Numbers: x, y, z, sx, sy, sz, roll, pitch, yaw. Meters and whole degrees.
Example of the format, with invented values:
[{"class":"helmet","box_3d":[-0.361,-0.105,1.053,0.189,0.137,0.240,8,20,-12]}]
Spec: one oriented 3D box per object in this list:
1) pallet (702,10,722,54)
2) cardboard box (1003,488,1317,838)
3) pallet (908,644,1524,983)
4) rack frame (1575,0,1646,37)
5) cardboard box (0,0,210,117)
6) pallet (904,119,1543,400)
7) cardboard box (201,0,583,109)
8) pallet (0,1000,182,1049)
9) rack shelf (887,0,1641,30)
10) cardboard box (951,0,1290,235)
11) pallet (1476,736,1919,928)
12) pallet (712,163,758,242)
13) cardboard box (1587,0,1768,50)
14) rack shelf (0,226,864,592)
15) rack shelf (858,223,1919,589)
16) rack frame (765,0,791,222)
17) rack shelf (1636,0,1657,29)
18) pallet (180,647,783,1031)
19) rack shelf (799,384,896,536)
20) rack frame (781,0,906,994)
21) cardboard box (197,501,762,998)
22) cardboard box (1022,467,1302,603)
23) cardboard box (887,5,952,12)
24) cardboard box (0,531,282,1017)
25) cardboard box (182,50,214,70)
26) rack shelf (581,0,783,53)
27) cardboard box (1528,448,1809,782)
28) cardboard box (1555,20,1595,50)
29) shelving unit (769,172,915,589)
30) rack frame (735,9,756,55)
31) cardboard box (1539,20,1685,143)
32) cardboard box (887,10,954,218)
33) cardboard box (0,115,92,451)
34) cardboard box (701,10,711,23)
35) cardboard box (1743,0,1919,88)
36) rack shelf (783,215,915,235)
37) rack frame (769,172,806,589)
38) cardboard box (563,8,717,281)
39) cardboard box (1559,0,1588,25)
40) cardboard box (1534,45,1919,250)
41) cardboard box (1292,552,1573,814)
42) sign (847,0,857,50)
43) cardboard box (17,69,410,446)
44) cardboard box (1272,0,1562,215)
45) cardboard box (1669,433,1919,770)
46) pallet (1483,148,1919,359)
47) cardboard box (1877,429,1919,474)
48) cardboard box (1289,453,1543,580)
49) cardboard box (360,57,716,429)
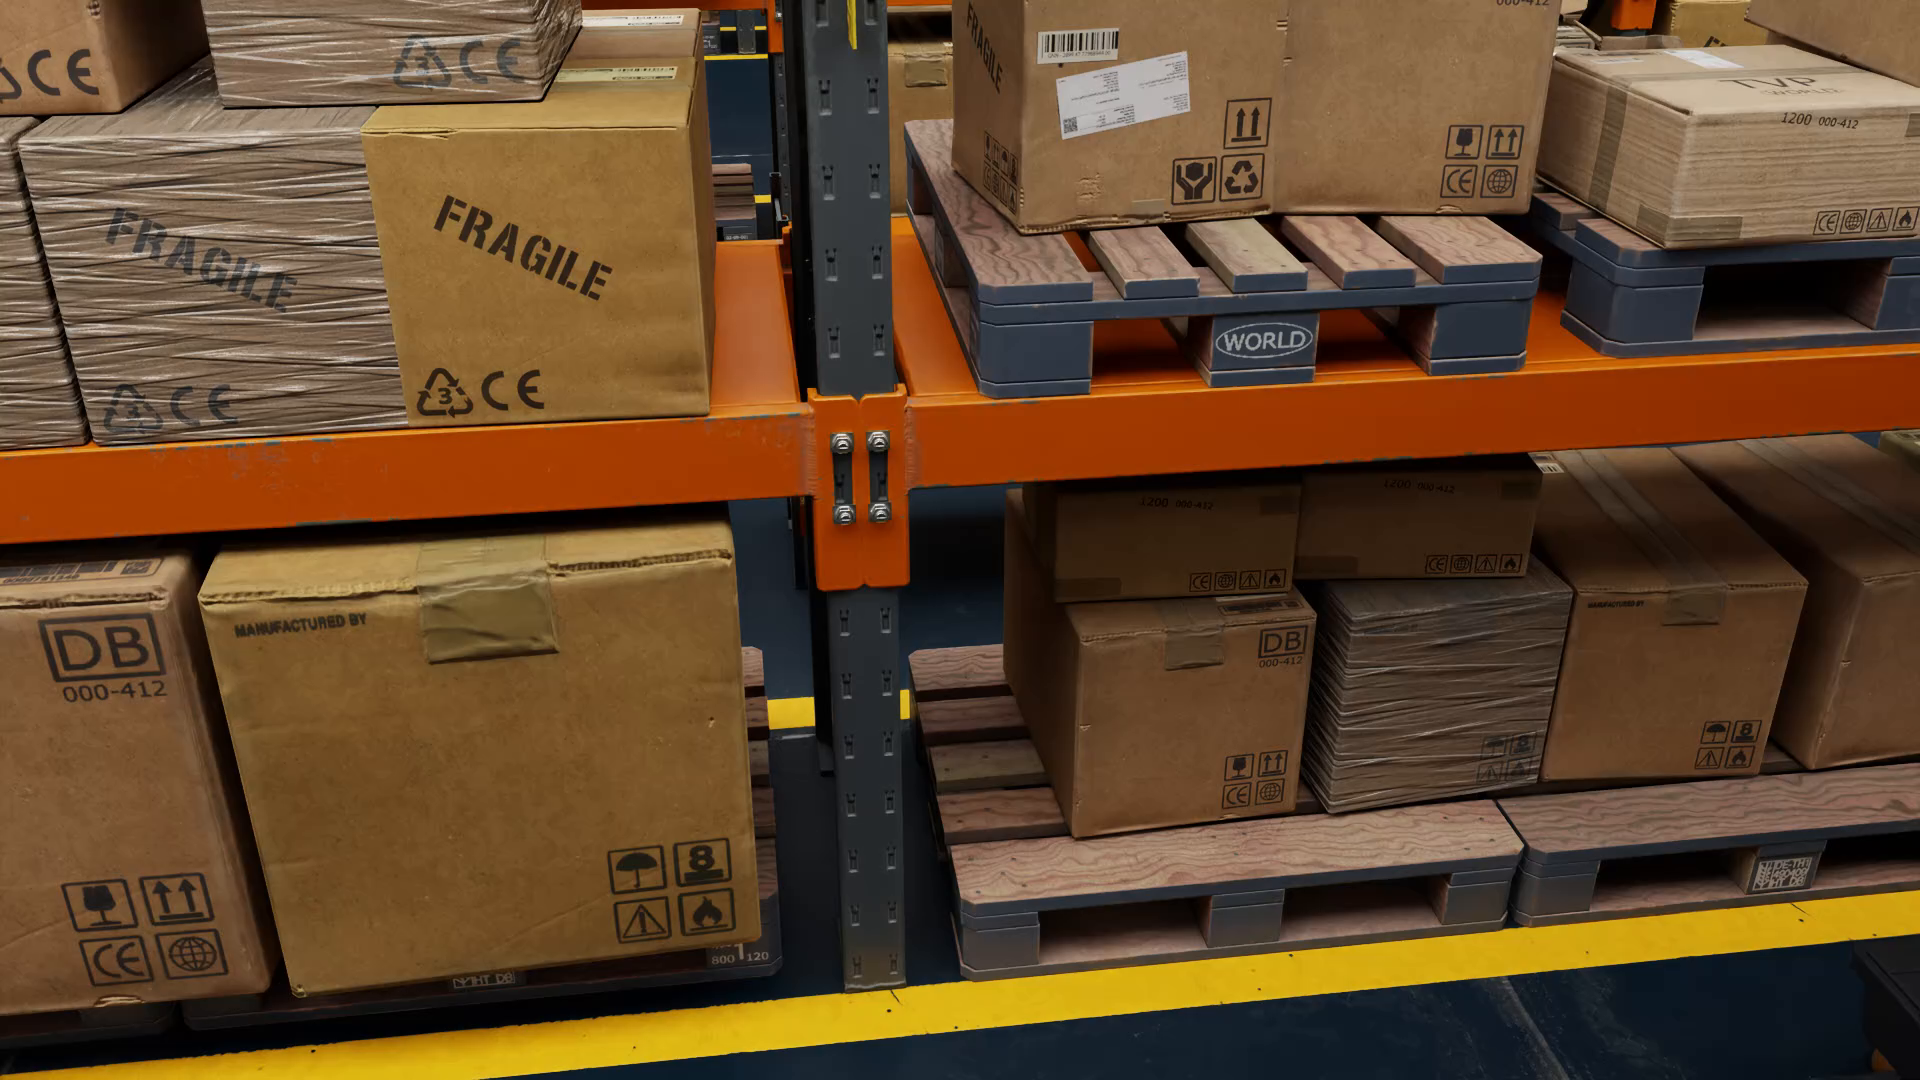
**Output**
[{"class":"pallet","box_3d":[-2.415,-3.852,12.526,1.213,0.211,1.003,-4,27,-7]},{"class":"cardboard box","box_3d":[0.417,0.236,3.761,0.500,0.500,0.700,-5,28,-10]},{"class":"pallet","box_3d":[0.531,0.563,3.922,1.213,0.211,1.003,-4,27,-7]},{"class":"rack frame","box_3d":[3.127,-3.132,8.068,0.127,3.000,1.000,-4,27,-7]},{"class":"cardboard box","box_3d":[-1.615,-1.040,2.783,0.637,0.503,0.797,-3,27,-6]},{"class":"pallet","box_3d":[0.448,-0.637,3.416,1.003,0.211,1.213,-4,27,-7]},{"class":"cardboard box","box_3d":[-0.969,-1.080,2.861,0.637,0.503,0.797,-3,27,-5]},{"class":"pallet","box_3d":[-2.240,0.704,3.647,1.213,0.211,1.003,-4,27,-7]},{"class":"rack shelf","box_3d":[1.146,-2.685,7.984,4.000,0.370,1.077,-4,27,-7]},{"class":"cardboard box","box_3d":[0.286,-0.913,3.173,0.500,0.500,0.500,-7,28,-13]},{"class":"pallet","box_3d":[1.736,0.487,4.070,1.213,0.211,1.003,-4,27,-7]},{"class":"pallet","box_3d":[-1.608,-1.588,8.113,1.213,0.211,1.003,-4,27,-7]},{"class":"cardboard box","box_3d":[3.759,-2.382,8.473,0.875,0.875,0.875,-3,27,-6]},{"class":"rack shelf","box_3d":[-2.224,-0.181,3.106,4.000,0.370,1.077,-4,27,-7]},{"class":"rack shelf","box_3d":[1.737,-0.436,3.602,4.000,0.370,1.077,-4,27,-7]},{"class":"rack frame","box_3d":[-0.834,-2.877,7.572,0.127,3.000,1.000,-4,27,-7]},{"class":"rack shelf","box_3d":[5.107,-2.939,8.480,4.000,0.370,1.077,-4,27,-7]},{"class":"pallet","box_3d":[-1.034,0.628,3.795,1.213,0.211,1.003,-4,27,-7]},{"class":"rack shelf","box_3d":[-0.007,-0.282,5.104,1.000,0.278,0.538,-4,27,-7]},{"class":"rack frame","box_3d":[-0.243,-0.629,3.190,0.127,3.000,1.000,-4,27,-7]},{"class":"cardboard box","box_3d":[-0.929,0.164,3.512,0.875,0.875,1.225,-5,28,-10]},{"class":"cardboard box","box_3d":[0.416,-0.102,3.598,0.500,0.250,0.500,-3,27,-5]},{"class":"cardboard box","box_3d":[-0.333,-4.208,12.585,0.625,0.372,0.950,-4,27,-8]},{"class":"cardboard box","box_3d":[-1.813,0.217,3.408,0.875,0.875,1.225,-4,27,-7]},{"class":"cardboard box","box_3d":[-1.273,-0.732,3.280,0.500,0.500,0.500,-4,27,-9]},{"class":"rack shelf","box_3d":[-2.815,-2.430,7.488,4.000,0.370,1.077,-4,27,-7]},{"class":"cardboard box","box_3d":[1.525,0.156,3.917,0.500,0.500,0.700,-1,27,-3]},{"class":"cardboard box","box_3d":[2.525,-2.238,8.329,0.750,0.750,1.050,-4,27,-7]},{"class":"shelving unit","box_3d":[-0.007,-0.500,4.992,1.048,1.125,0.538,-4,27,-7]},{"class":"rack frame","box_3d":[-1.624,-5.109,11.921,0.127,3.000,1.000,-4,27,-7]},{"class":"cardboard box","box_3d":[1.370,-0.984,3.569,0.258,0.266,0.396,-4,27,-9]},{"class":"cardboard box","box_3d":[-0.219,-2.061,7.986,0.750,0.750,1.050,-4,27,-8]},{"class":"cardboard box","box_3d":[-1.706,-0.466,2.764,0.500,0.500,0.500,-5,28,-9]},{"class":"cardboard box","box_3d":[-2.319,-4.344,12.298,0.875,0.875,0.875,-4,27,-8]},{"class":"cardboard box","box_3d":[2.014,-0.964,3.270,0.637,0.503,0.797,-1,27,-2]},{"class":"rack shelf","box_3d":[-0.007,-0.760,4.859,1.000,0.278,0.538,-4,27,-7]},{"class":"rack frame","box_3d":[-0.510,-0.468,4.929,0.032,1.125,0.500,-4,27,-7]},{"class":"cardboard box","box_3d":[-0.762,-0.765,3.346,0.500,0.500,0.500,-3,27,-6]},{"class":"cardboard box","box_3d":[3.987,-3.248,10.880,0.503,0.637,0.797,-4,27,-7]},{"class":"cardboard box","box_3d":[1.449,-0.752,3.133,0.500,0.250,0.500,-4,27,-9]},{"class":"cardboard box","box_3d":[0.965,0.195,3.841,0.500,0.500,0.700,-6,28,-11]},{"class":"sign","box_3d":[-0.163,-0.893,2.437,0.005,0.325,0.100,-4,27,-7]},{"class":"cardboard box","box_3d":[-1.192,-0.501,2.831,0.500,0.500,0.500,-4,27,-8]},{"class":"cardboard box","box_3d":[0.825,-0.993,3.330,0.500,0.500,0.700,0,27,1]},{"class":"cardboard box","box_3d":[2.078,0.120,3.986,0.500,0.500,0.700,-6,28,-12]},{"class":"pallet","box_3d":[1.711,-0.688,3.515,1.213,0.211,1.003,-4,27,-7]},{"class":"cardboard box","box_3d":[2.632,0.084,4.056,0.500,0.500,0.700,-4,27,-7]},{"class":"cardboard box","box_3d":[0.940,-0.141,3.673,0.500,0.250,0.500,-1,27,-1]},{"class":"cardboard box","box_3d":[-0.697,-0.530,2.887,0.500,0.500,0.500,-3,27,-6]}]
